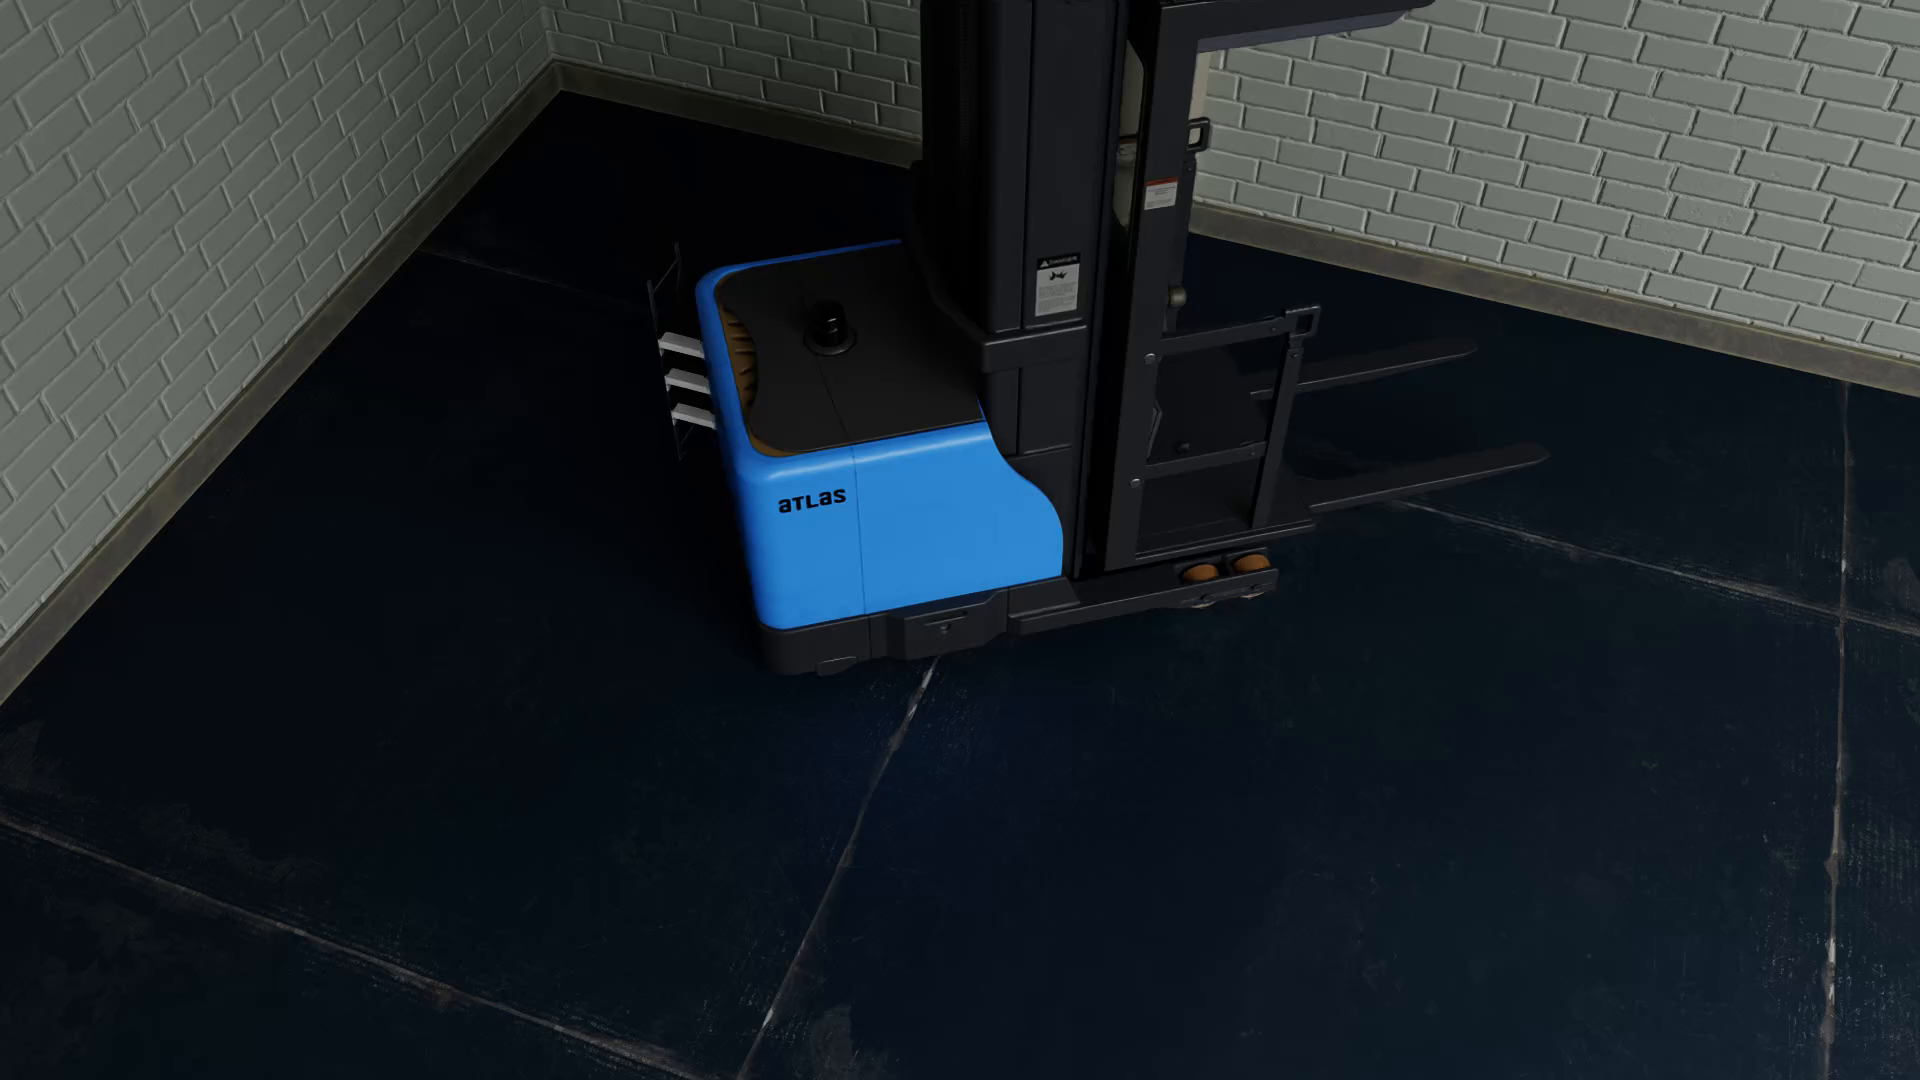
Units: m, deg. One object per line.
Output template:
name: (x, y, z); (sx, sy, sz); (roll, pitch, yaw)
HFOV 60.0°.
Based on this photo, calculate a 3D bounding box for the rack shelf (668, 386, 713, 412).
rack shelf: (-0.962, -0.586, 6.326); (0.200, 0.077, 0.258); (15, 51, 13)

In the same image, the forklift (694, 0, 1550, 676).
forklift: (0.663, -1.092, 5.257); (3.031, 2.935, 1.130); (-11, 50, -9)

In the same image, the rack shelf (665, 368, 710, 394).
rack shelf: (-0.962, -0.645, 6.258); (0.200, 0.077, 0.258); (15, 51, 13)

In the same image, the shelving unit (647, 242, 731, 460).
shelving unit: (-0.962, -0.667, 6.233); (0.210, 0.900, 0.258); (15, 51, 13)

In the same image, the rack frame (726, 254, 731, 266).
rack frame: (-0.866, -0.641, 6.210); (0.006, 0.900, 0.240); (15, 51, 13)

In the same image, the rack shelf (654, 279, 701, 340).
rack shelf: (-0.962, -0.822, 6.054); (0.200, 0.077, 0.258); (15, 51, 13)

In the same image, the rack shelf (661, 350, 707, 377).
rack shelf: (-0.962, -0.704, 6.190); (0.200, 0.077, 0.258); (15, 51, 13)

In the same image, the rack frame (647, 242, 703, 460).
rack frame: (-1.058, -0.693, 6.255); (0.006, 0.900, 0.240); (15, 51, 13)

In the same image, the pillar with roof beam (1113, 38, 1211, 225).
pillar with roof beam: (-0.704, -1.247, 1.376); (0.400, 9.000, 9.100); (16, 51, 13)

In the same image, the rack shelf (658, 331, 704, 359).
rack shelf: (-0.962, -0.763, 6.122); (0.200, 0.077, 0.258); (15, 51, 13)

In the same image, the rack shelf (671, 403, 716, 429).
rack shelf: (-0.962, -0.527, 6.394); (0.200, 0.077, 0.258); (15, 51, 13)
